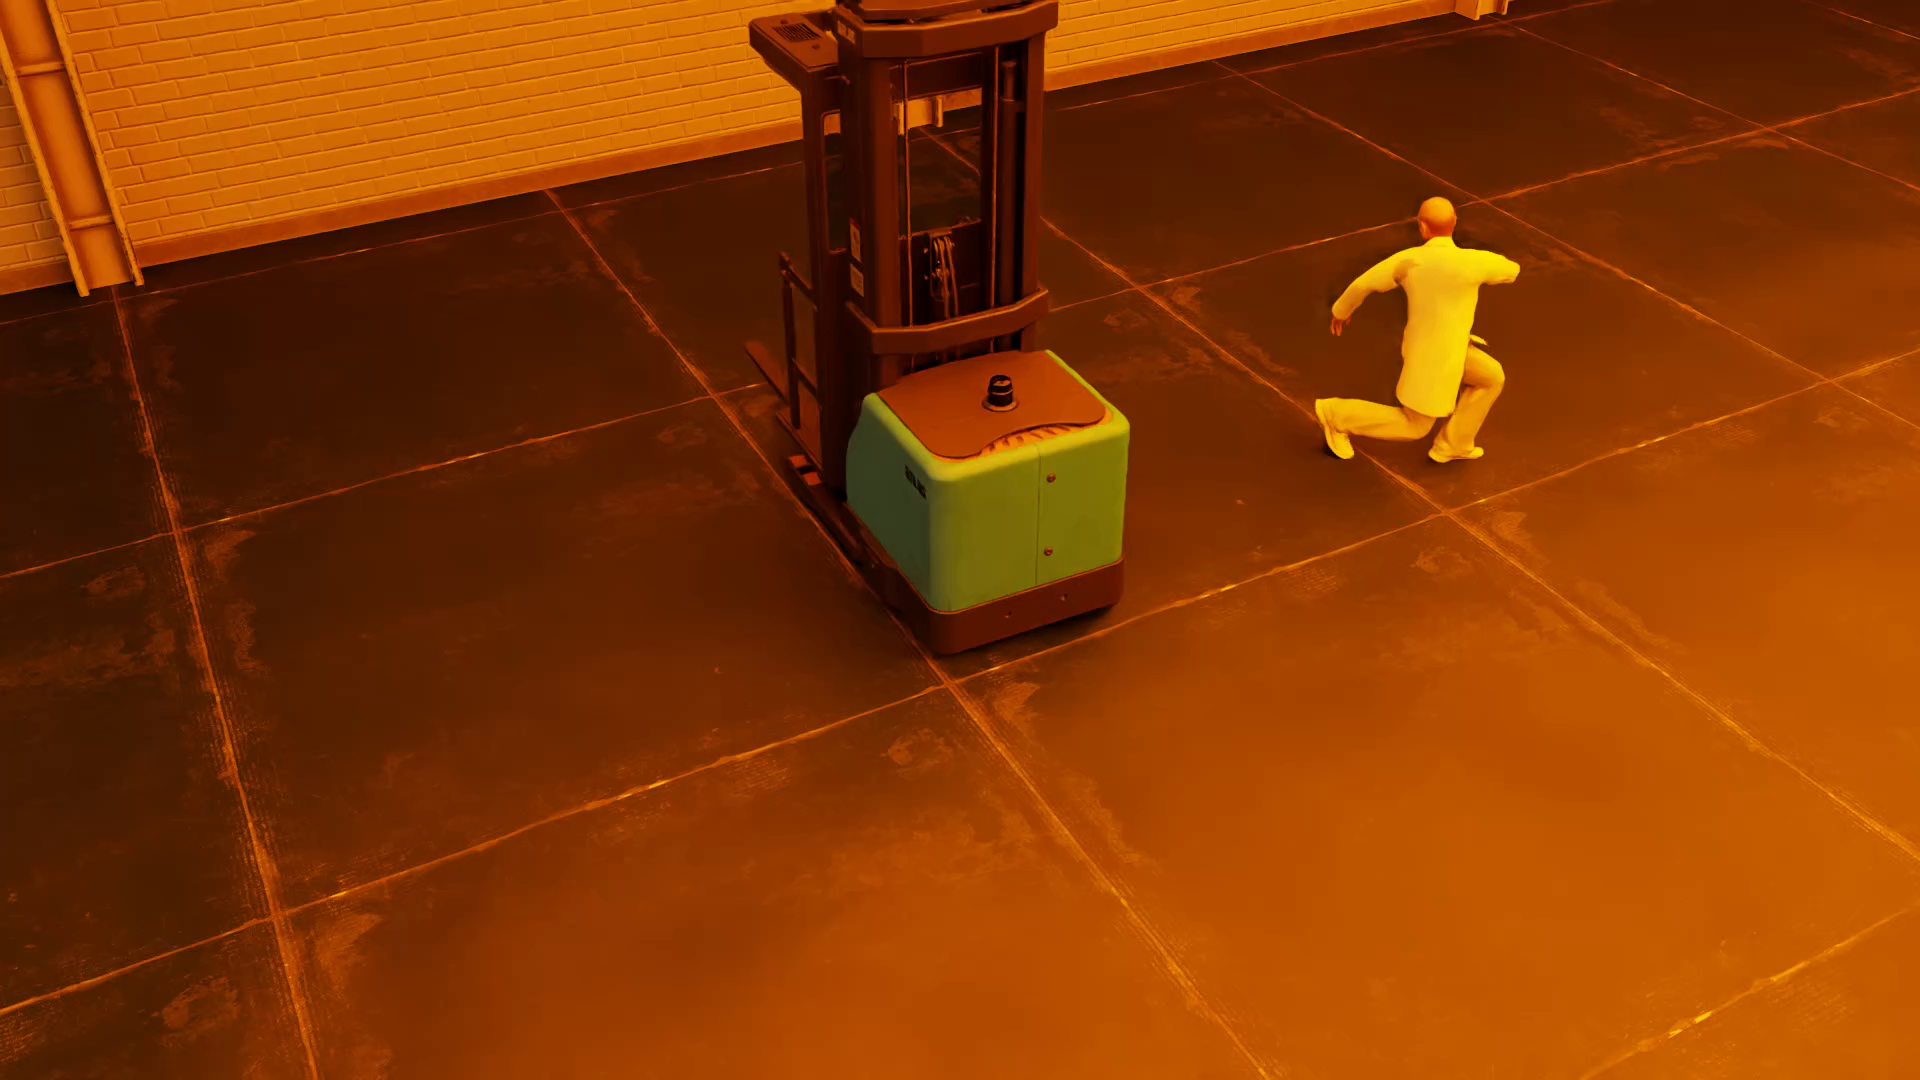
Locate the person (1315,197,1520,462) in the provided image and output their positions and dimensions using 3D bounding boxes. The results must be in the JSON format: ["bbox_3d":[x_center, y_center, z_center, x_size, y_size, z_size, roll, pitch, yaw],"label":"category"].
[{"bbox_3d":[2.467,-1.111,8.984,0.985,1.535,0.740,-4,35,-5],"label":"person"}]

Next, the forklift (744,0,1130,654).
[{"bbox_3d":[-0.316,-1.499,8.243,1.130,2.935,3.031,-16,38,-21],"label":"forklift"}]
